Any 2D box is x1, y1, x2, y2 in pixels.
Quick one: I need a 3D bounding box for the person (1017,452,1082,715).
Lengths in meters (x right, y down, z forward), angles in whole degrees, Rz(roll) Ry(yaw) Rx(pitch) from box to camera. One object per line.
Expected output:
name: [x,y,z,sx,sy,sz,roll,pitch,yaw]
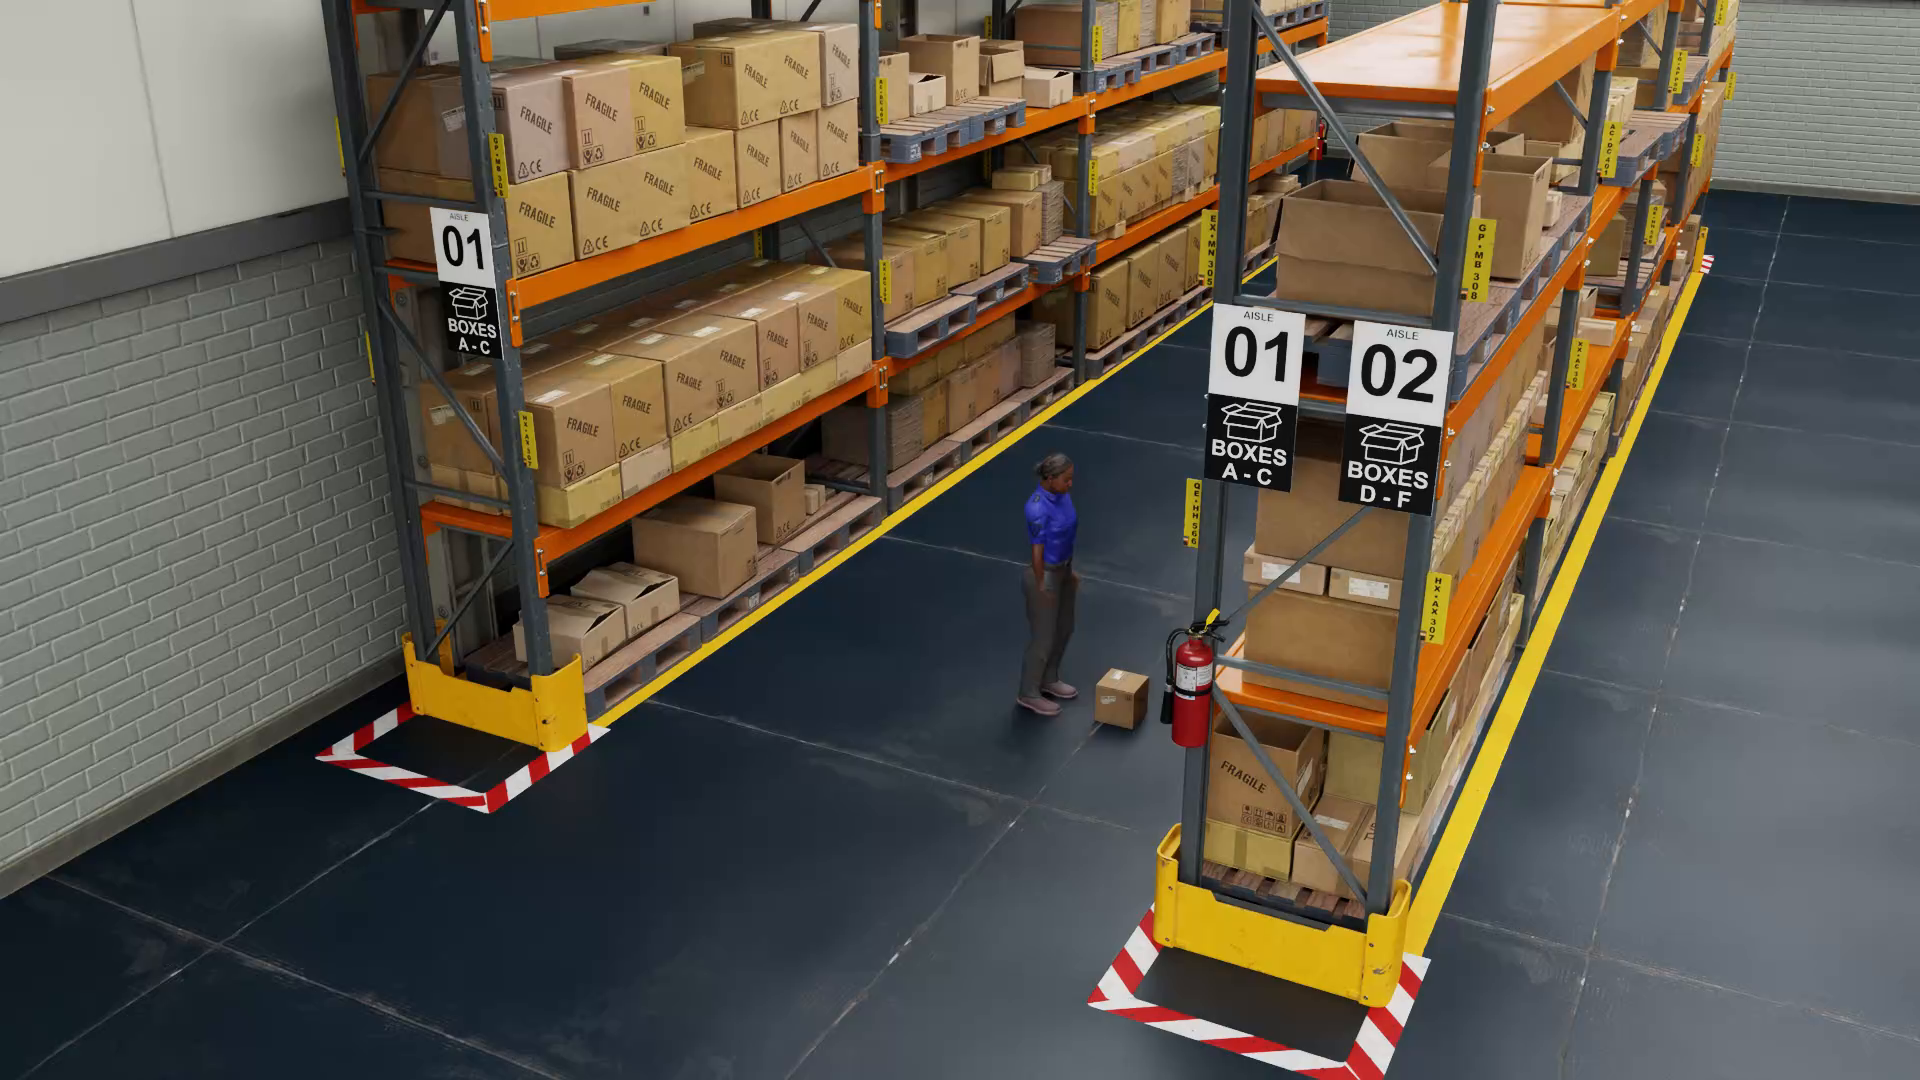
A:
person: [0.562,0.242,10.180,0.300,1.653,0.440,12,26,26]
